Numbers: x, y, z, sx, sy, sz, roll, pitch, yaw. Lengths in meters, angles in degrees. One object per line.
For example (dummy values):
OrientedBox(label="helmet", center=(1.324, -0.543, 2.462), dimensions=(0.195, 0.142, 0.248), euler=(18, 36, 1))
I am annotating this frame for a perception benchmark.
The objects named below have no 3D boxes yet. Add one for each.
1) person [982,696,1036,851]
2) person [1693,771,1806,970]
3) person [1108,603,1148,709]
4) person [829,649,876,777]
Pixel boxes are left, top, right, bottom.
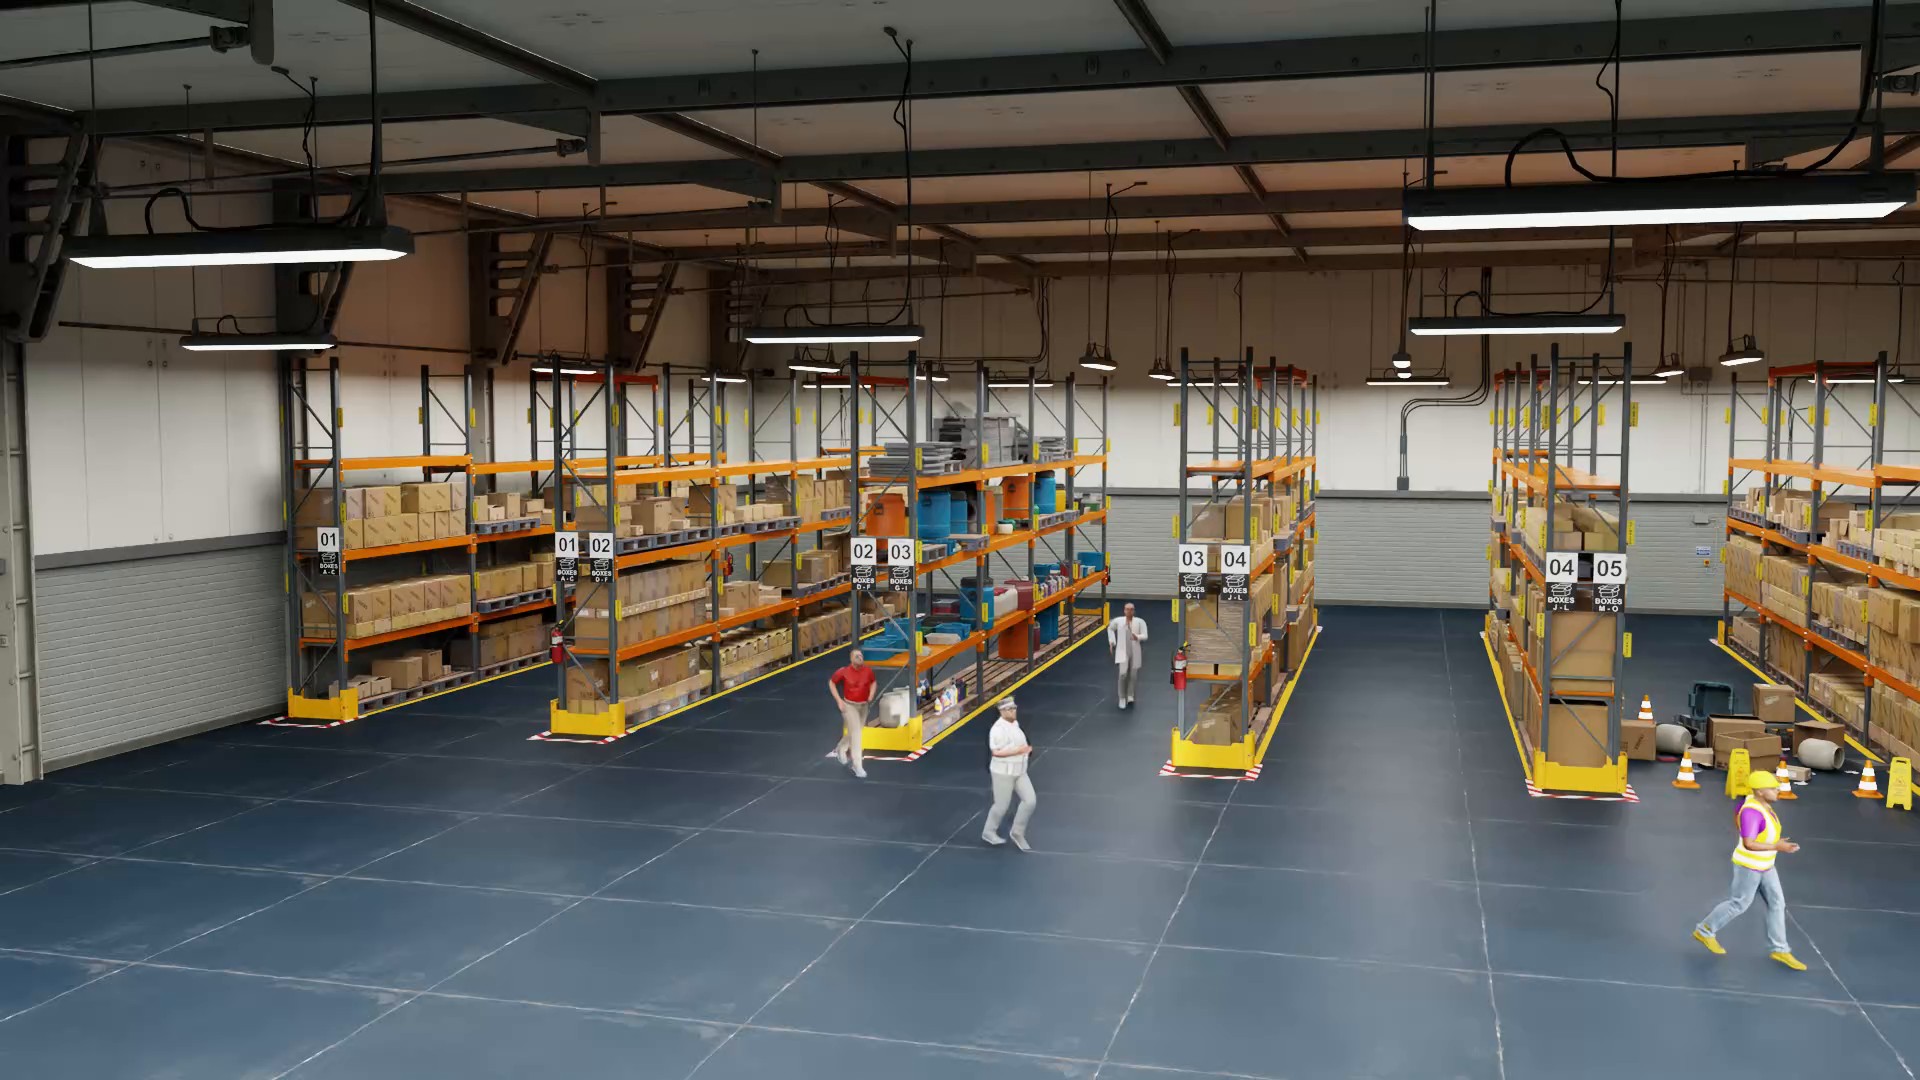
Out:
OrientedBox(label="person", center=(0.595, 2.714, 19.247), dimensions=(0.709, 1.836, 0.640), euler=(3, 5, 39))
OrientedBox(label="person", center=(7.243, 2.988, 15.217), dimensions=(0.935, 1.781, 0.654), euler=(4, 6, 42))
OrientedBox(label="person", center=(2.916, 1.952, 28.821), dimensions=(0.670, 1.723, 0.809), euler=(0, 4, 0))
OrientedBox(label="person", center=(-1.480, 2.405, 23.543), dimensions=(0.672, 1.748, 0.873), euler=(-3, 5, -39))
